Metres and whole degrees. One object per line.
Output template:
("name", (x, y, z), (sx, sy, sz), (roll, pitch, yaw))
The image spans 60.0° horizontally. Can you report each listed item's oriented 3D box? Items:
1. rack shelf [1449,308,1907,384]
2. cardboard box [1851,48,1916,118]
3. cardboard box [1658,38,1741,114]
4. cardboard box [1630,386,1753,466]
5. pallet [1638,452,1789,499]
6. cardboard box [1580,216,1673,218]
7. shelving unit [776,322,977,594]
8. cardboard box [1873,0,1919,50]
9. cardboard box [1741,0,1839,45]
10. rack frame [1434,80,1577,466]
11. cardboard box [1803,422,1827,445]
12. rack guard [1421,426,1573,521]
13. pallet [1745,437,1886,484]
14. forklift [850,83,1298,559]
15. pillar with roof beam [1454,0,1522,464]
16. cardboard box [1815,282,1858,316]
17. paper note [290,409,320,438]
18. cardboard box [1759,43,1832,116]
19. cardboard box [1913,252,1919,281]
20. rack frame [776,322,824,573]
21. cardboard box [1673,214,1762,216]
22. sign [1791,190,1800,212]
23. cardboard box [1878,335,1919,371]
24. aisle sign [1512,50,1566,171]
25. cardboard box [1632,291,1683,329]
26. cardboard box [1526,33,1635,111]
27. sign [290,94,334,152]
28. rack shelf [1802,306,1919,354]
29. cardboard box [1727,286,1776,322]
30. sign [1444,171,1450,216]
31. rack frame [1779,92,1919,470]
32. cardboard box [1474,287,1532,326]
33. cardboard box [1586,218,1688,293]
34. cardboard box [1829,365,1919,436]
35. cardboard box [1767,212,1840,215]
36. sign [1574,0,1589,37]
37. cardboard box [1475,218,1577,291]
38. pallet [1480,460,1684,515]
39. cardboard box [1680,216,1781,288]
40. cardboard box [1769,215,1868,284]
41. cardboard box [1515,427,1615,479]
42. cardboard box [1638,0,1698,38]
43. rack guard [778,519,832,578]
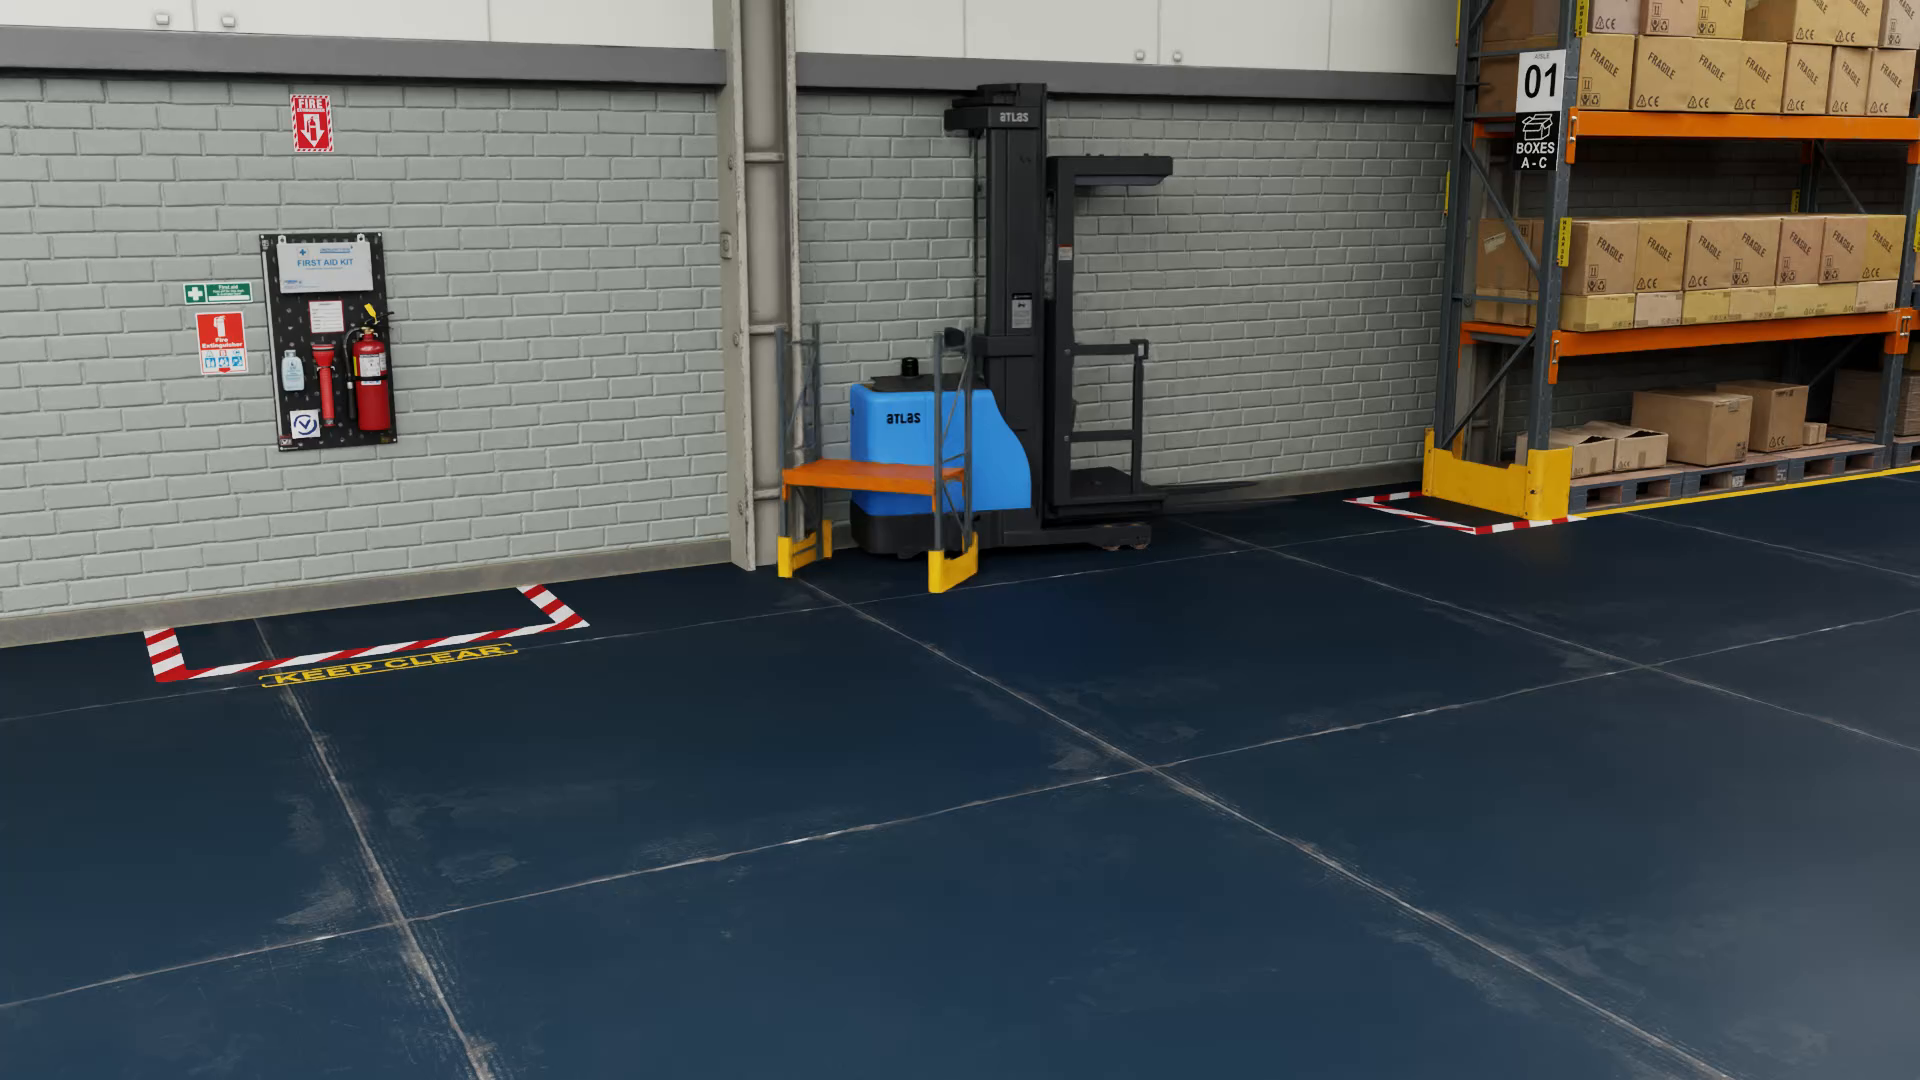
("rack shelf", (5.611, -1.574, 12.909), (4.000, 0.370, 1.077), (-7, 14, -28))
("cardboard box", (7.039, -3.556, 12.973), (0.500, 0.500, 0.500), (-6, 14, -26))
("cardboard box", (5.211, -3.328, 11.961), (0.500, 0.500, 0.500), (-6, 14, -25))
("cardboard box", (5.674, -0.892, 12.934), (0.500, 0.500, 0.700), (-8, 15, -31))
("pallet", (5.722, -0.568, 13.153), (1.213, 0.211, 1.003), (-7, 14, -28))
("cardboard box", (5.065, -2.214, 12.701), (0.500, 0.500, 0.500), (-7, 15, -29))
("shelving unit", (-0.498, -0.521, 9.987), (1.083, 1.500, 0.587), (5, 13, 22))
("cardboard box", (7.056, -4.040, 12.846), (0.500, 0.500, 0.500), (-8, 15, -33))
("cardboard box", (6.127, -3.923, 12.328), (0.500, 0.500, 0.500), (-7, 15, -30))
("rack frame", (3.855, -1.714, 11.895), (0.127, 3.000, 1.000), (-7, 14, -28))
("cardboard box", (6.911, -0.905, 13.752), (0.250, 0.166, 0.380), (-9, 16, -35))
("rack guard", (3.922, -0.503, 12.205), (0.348, 0.500, 1.175), (-7, 14, -28))
("pallet", (6.794, -0.697, 13.727), (1.213, 0.211, 1.003), (-7, 14, -28))
("forklift", (0.752, -1.467, 10.950), (3.031, 2.935, 1.130), (-4, 13, -15))
("pillar with roof beam", (6.118, -4.052, 8.618), (0.400, 9.000, 9.100), (-7, 14, -28))
("cardboard box", (6.654, -1.913, 13.072), (0.500, 0.250, 0.500), (-7, 14, -28))
("paper note", (-3.587, -0.636, 9.109), (0.142, 0.148, 0.016), (-7, 14, -28))
("cardboard box", (6.123, -3.440, 12.458), (0.500, 0.500, 0.500), (-7, 15, -30))
("cardboard box", (7.829, -2.446, 13.914), (0.500, 0.500, 0.700), (-7, 14, -28))
("rack frame", (-0.975, -0.563, 10.183), (0.032, 1.500, 0.500), (5, 13, 22))
("cardboard box", (5.958, -2.323, 13.189), (0.500, 0.500, 0.500), (-6, 14, -26))
("sign", (7.097, -2.807, 14.111), (0.005, 0.325, 0.100), (-7, 14, -28))
("cardboard box", (8.389, -1.624, 14.476), (0.500, 0.250, 0.500), (-7, 15, -29))
("aisle sign", (3.936, -2.917, 11.319), (0.004, 0.787, 0.394), (-7, 14, -28))
("cardboard box", (4.885, -1.698, 12.120), (0.500, 0.250, 0.500), (-7, 15, -30))
("cardboard box", (4.269, -3.223, 11.495), (0.500, 0.500, 0.500), (-6, 14, -26))
("sign", (-3.453, -2.220, 8.863), (0.199, 0.298, 0.001), (-7, 14, -28))
("rack shelf", (9.122, -1.995, 14.779), (4.000, 0.370, 1.077), (-7, 14, -28))
("cardboard box", (5.779, -1.804, 12.588), (0.500, 0.250, 0.500), (-7, 14, -27))
("sign", (3.607, -2.542, 12.218), (0.005, 0.325, 0.100), (-7, 14, -28))
("rack frame", (7.366, -2.135, 13.765), (0.127, 3.000, 1.000), (-7, 14, -28))
("cardboard box", (4.173, -1.737, 12.294), (0.500, 0.250, 0.500), (-7, 14, -27))
("cardboard box", (4.857, -2.059, 12.015), (0.500, 0.500, 0.500), (-7, 14, -28))
("cardboard box", (8.004, -1.211, 14.349), (0.500, 0.500, 0.700), (-6, 14, -26))
("cardboard box", (6.854, -2.428, 13.656), (0.500, 0.500, 0.500), (-7, 15, -29))
("sign", (4.115, -3.500, 11.005), (0.005, 0.325, 0.100), (-7, 14, -28))
("cardboard box", (4.167, -2.107, 12.229), (0.500, 0.500, 0.500), (-7, 14, -28))
("pallet", (4.652, -0.441, 12.586), (1.213, 0.211, 1.003), (-7, 14, -28))
("cardboard box", (5.761, -2.169, 12.503), (0.500, 0.500, 0.500), (-6, 14, -26))
("cardboard box", (6.664, -2.275, 12.973), (0.500, 0.500, 0.500), (-7, 14, -28))
("cardboard box", (4.506, -0.673, 12.388), (0.500, 0.311, 0.500), (-9, 15, -34))
("cardboard box", (4.774, -3.761, 11.606), (0.500, 0.500, 0.500), (-7, 14, -29))
("rack guard", (-0.957, 0.050, 10.307), (0.087, 0.250, 0.587), (5, 13, 22))
